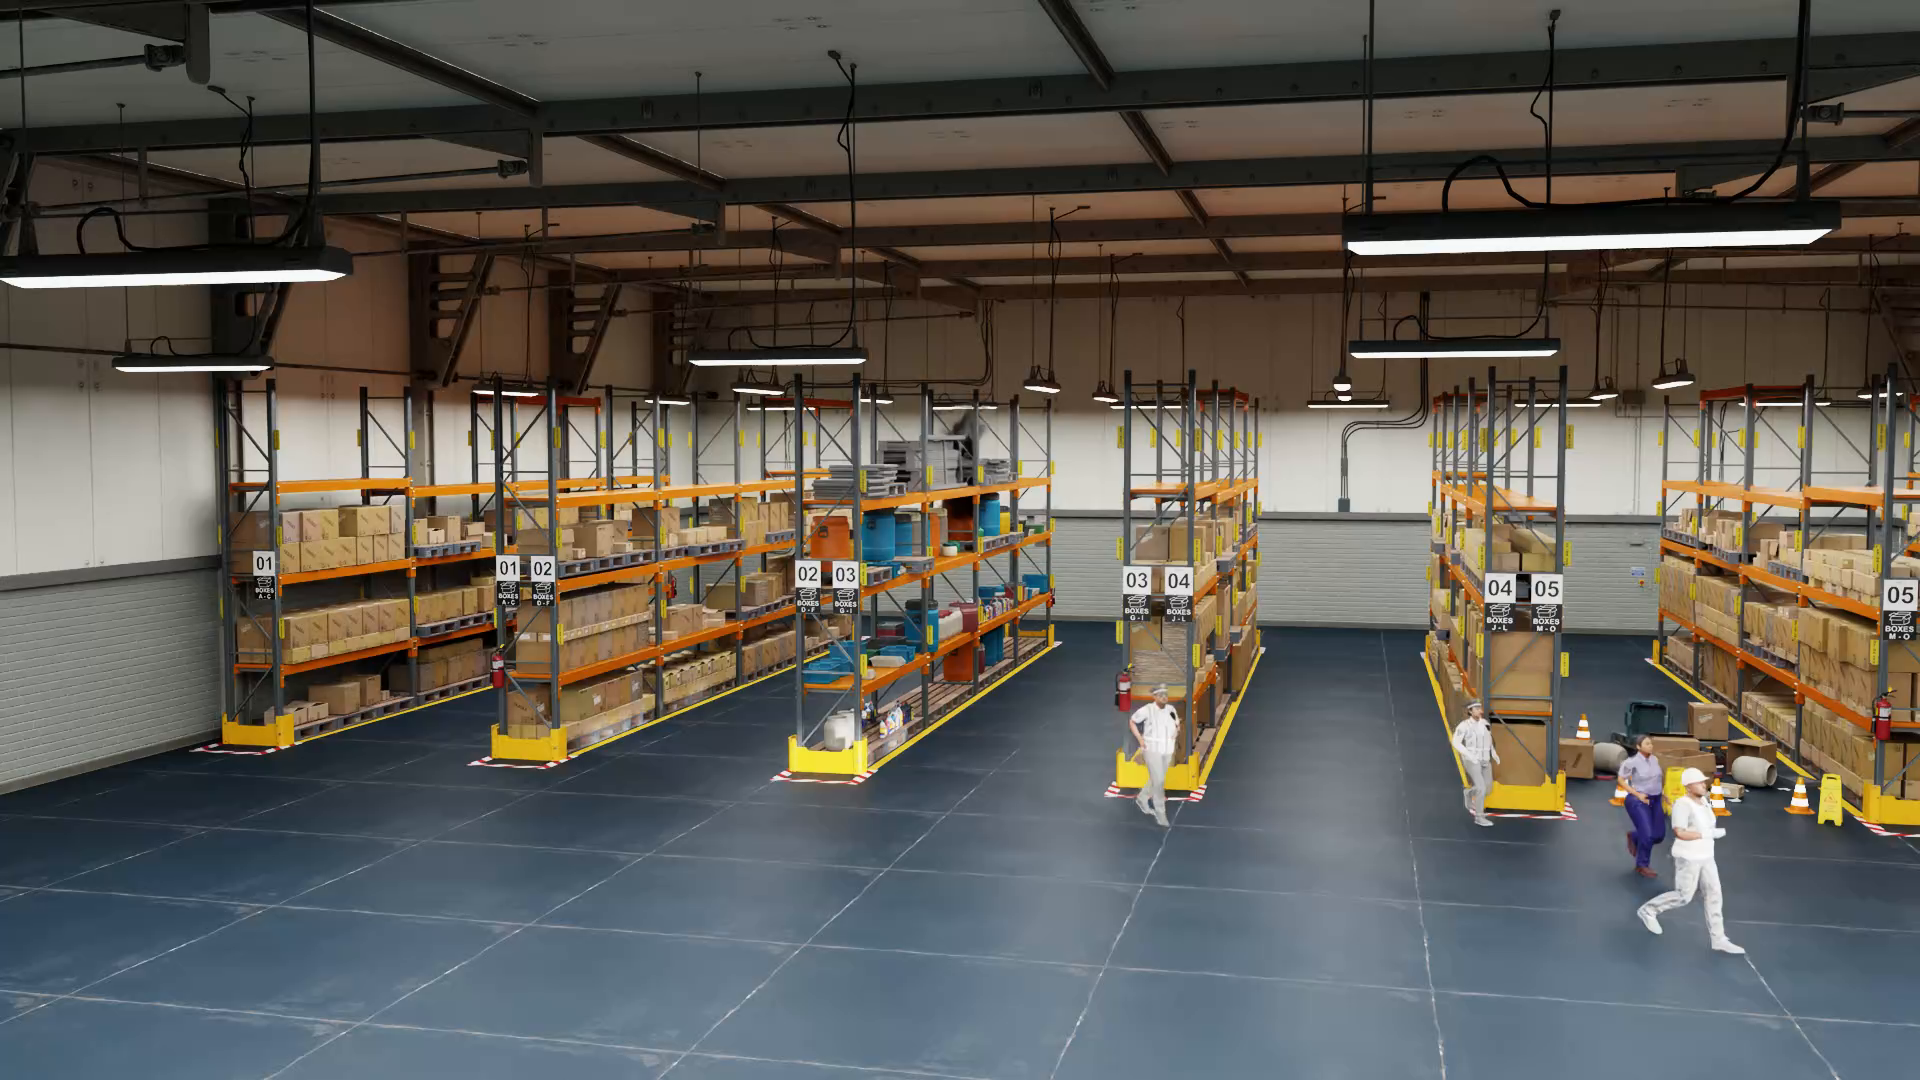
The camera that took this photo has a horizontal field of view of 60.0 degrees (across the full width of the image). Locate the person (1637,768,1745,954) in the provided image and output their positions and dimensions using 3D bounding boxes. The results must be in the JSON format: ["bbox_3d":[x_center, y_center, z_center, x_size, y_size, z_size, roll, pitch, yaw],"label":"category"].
[{"bbox_3d":[7.209,3.109,16.339,0.700,1.750,1.016,-3,5,-40],"label":"person"}]

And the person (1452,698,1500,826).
[{"bbox_3d":[6.754,2.877,21.684,0.615,1.633,0.590,-1,4,-20],"label":"person"}]

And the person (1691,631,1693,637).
[{"bbox_3d":[17.001,1.933,38.190,0.613,1.583,0.494,-2,4,-36],"label":"person"}]

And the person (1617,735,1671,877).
[{"bbox_3d":[7.896,3.056,19.296,0.608,1.611,0.562,-1,4,-22],"label":"person"}]

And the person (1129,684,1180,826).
[{"bbox_3d":[2.621,2.811,21.935,0.695,1.861,0.801,-2,4,-28],"label":"person"}]
